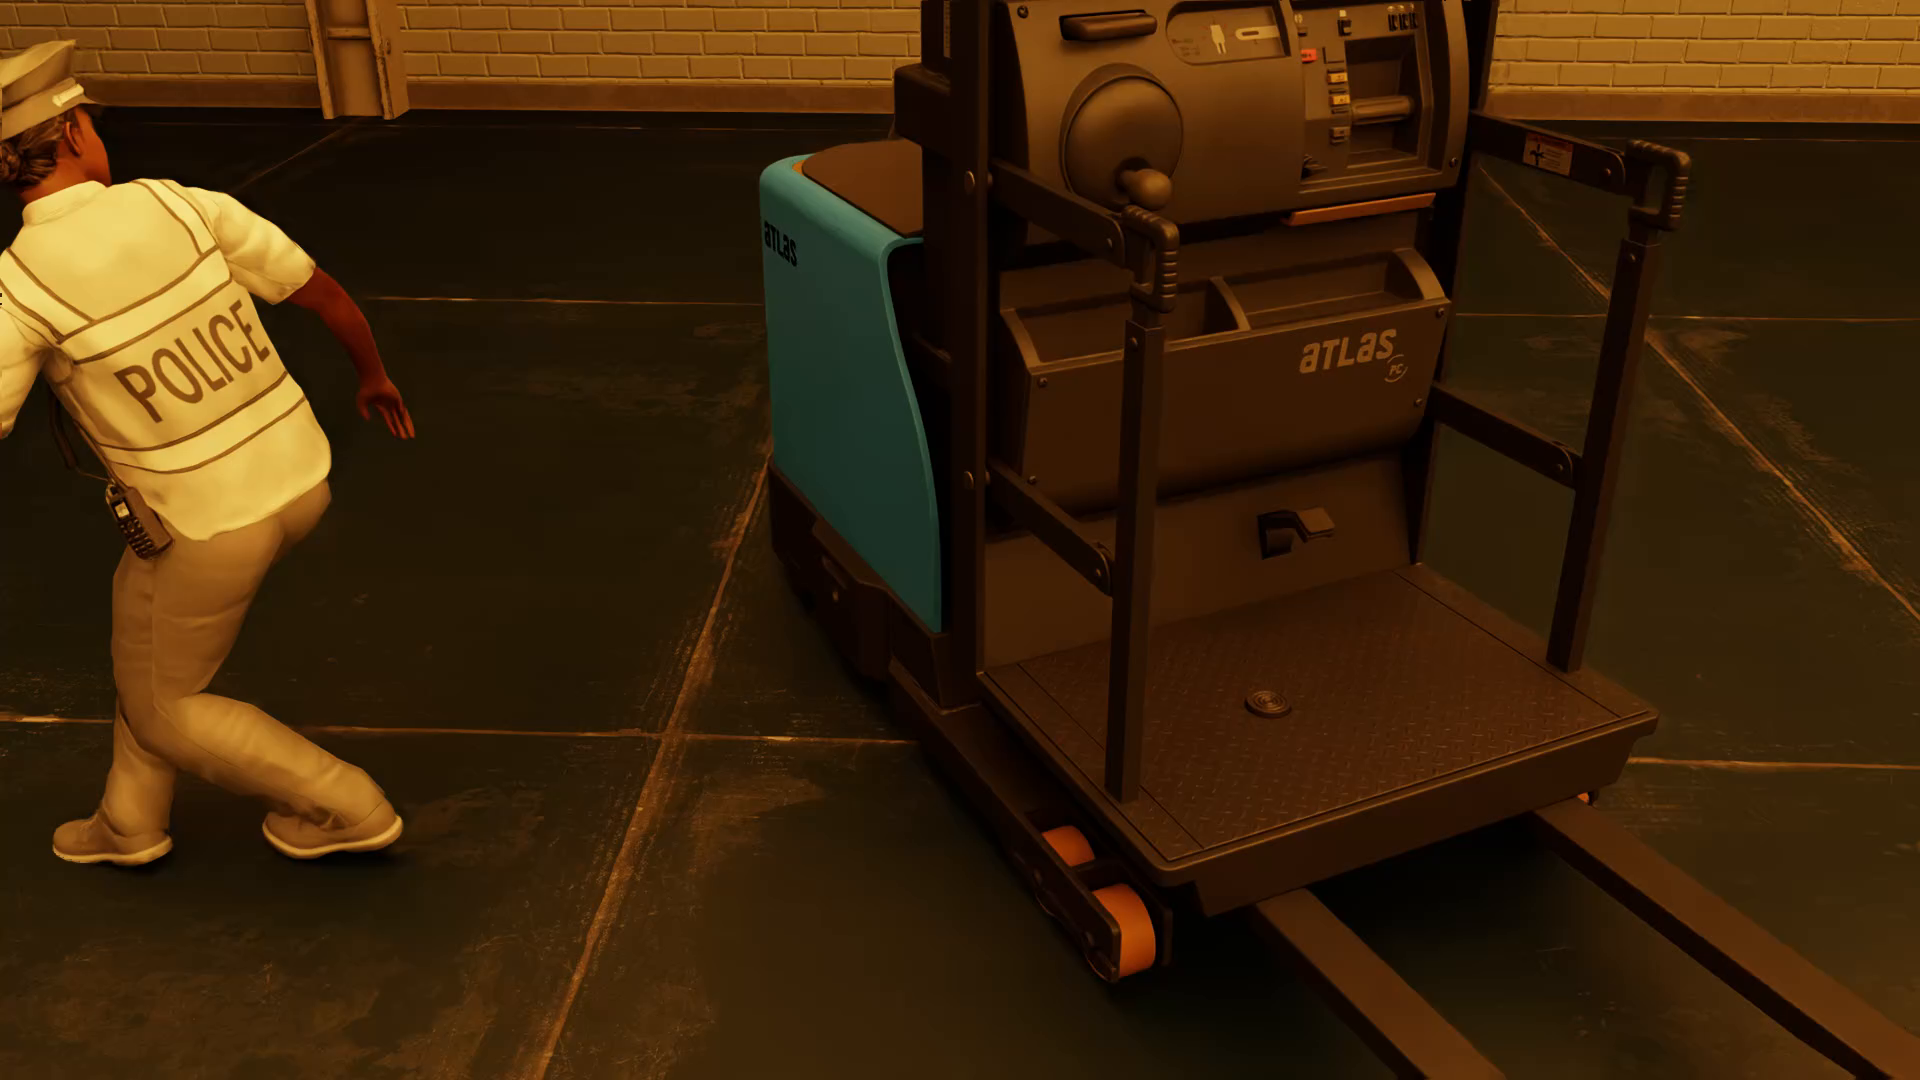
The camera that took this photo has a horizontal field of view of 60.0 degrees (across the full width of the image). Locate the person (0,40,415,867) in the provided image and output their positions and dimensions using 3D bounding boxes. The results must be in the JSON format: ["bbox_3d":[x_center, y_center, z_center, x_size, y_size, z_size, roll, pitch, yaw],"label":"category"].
[{"bbox_3d":[-1.446,-0.123,3.059,0.794,1.562,0.725,8,27,16],"label":"person"}]

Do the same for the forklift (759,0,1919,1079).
[{"bbox_3d":[0.604,-0.759,2.747,1.130,2.935,3.031,-12,29,-23],"label":"forklift"}]
